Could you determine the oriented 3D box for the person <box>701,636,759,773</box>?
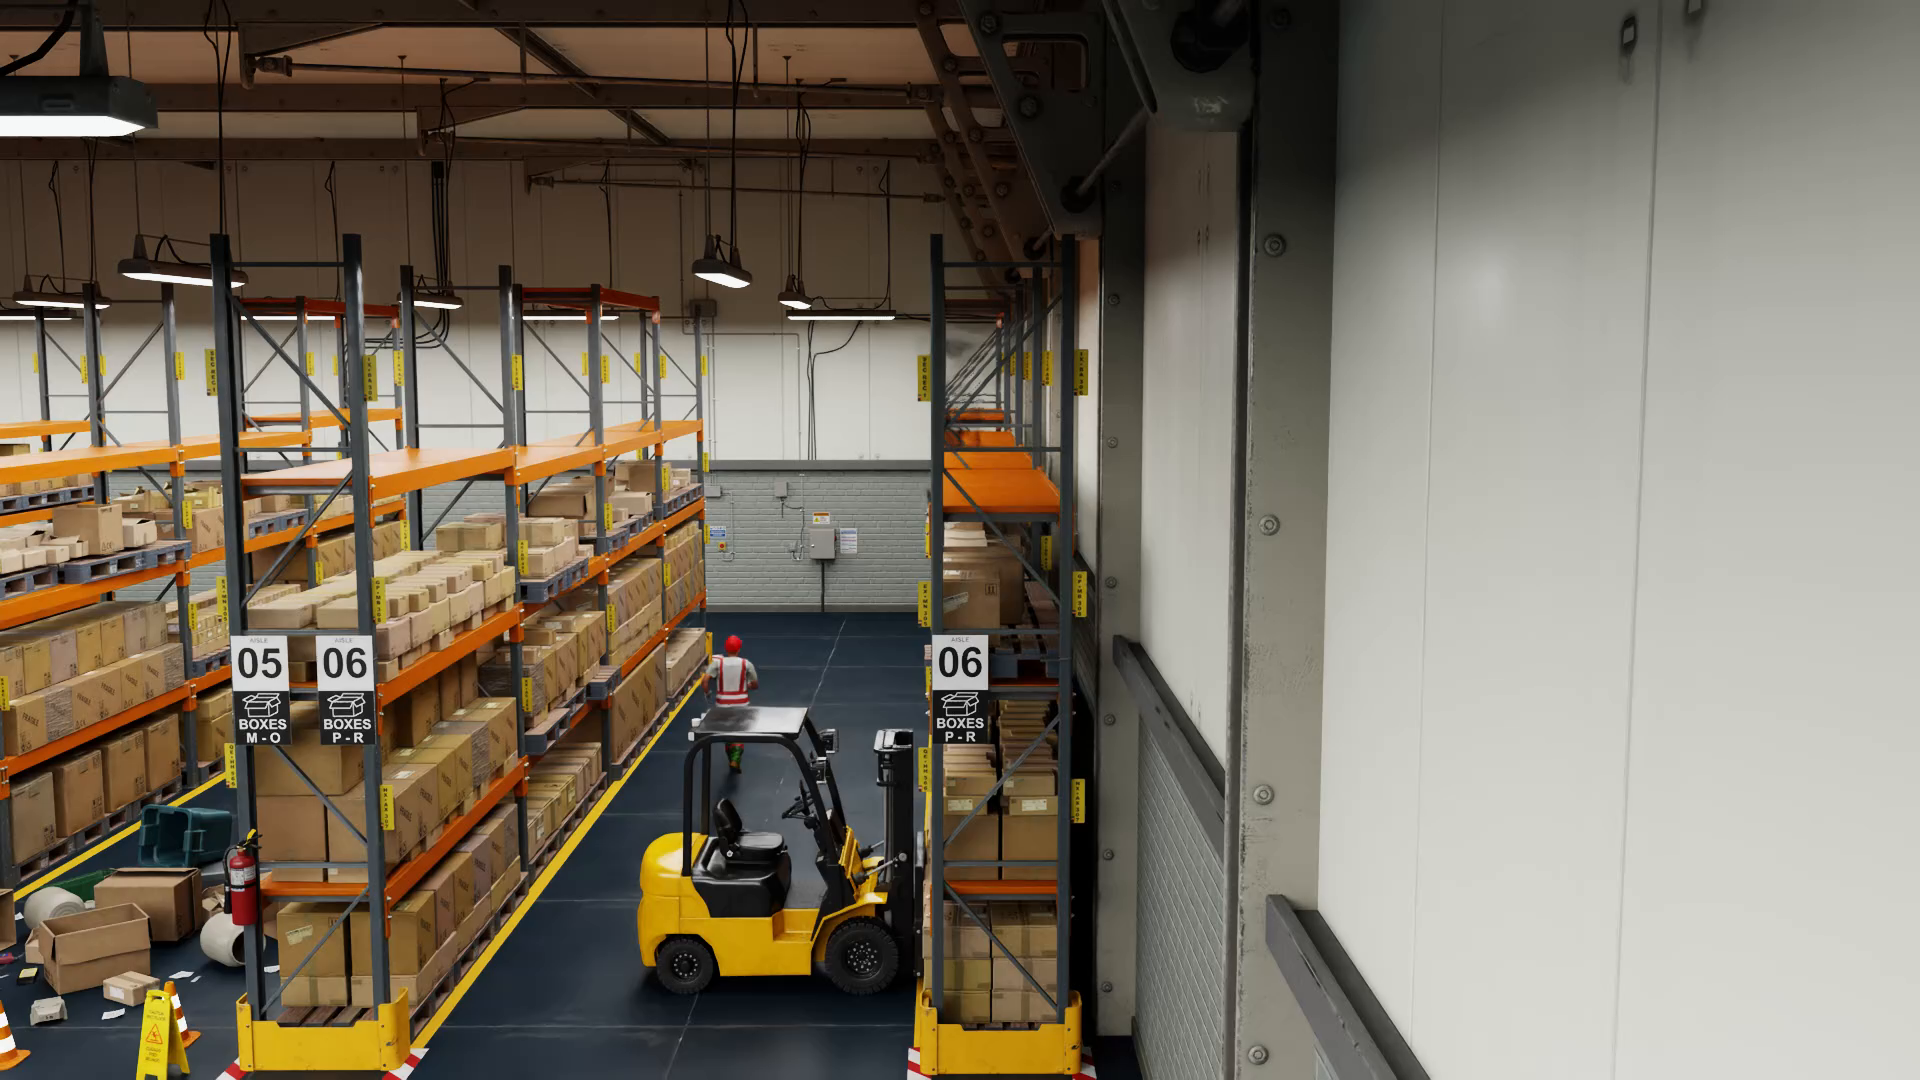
[{"bbox_3d":[-2.793,2.042,20.340,0.671,1.778,0.991,0,6,-1],"label":"person"}]
